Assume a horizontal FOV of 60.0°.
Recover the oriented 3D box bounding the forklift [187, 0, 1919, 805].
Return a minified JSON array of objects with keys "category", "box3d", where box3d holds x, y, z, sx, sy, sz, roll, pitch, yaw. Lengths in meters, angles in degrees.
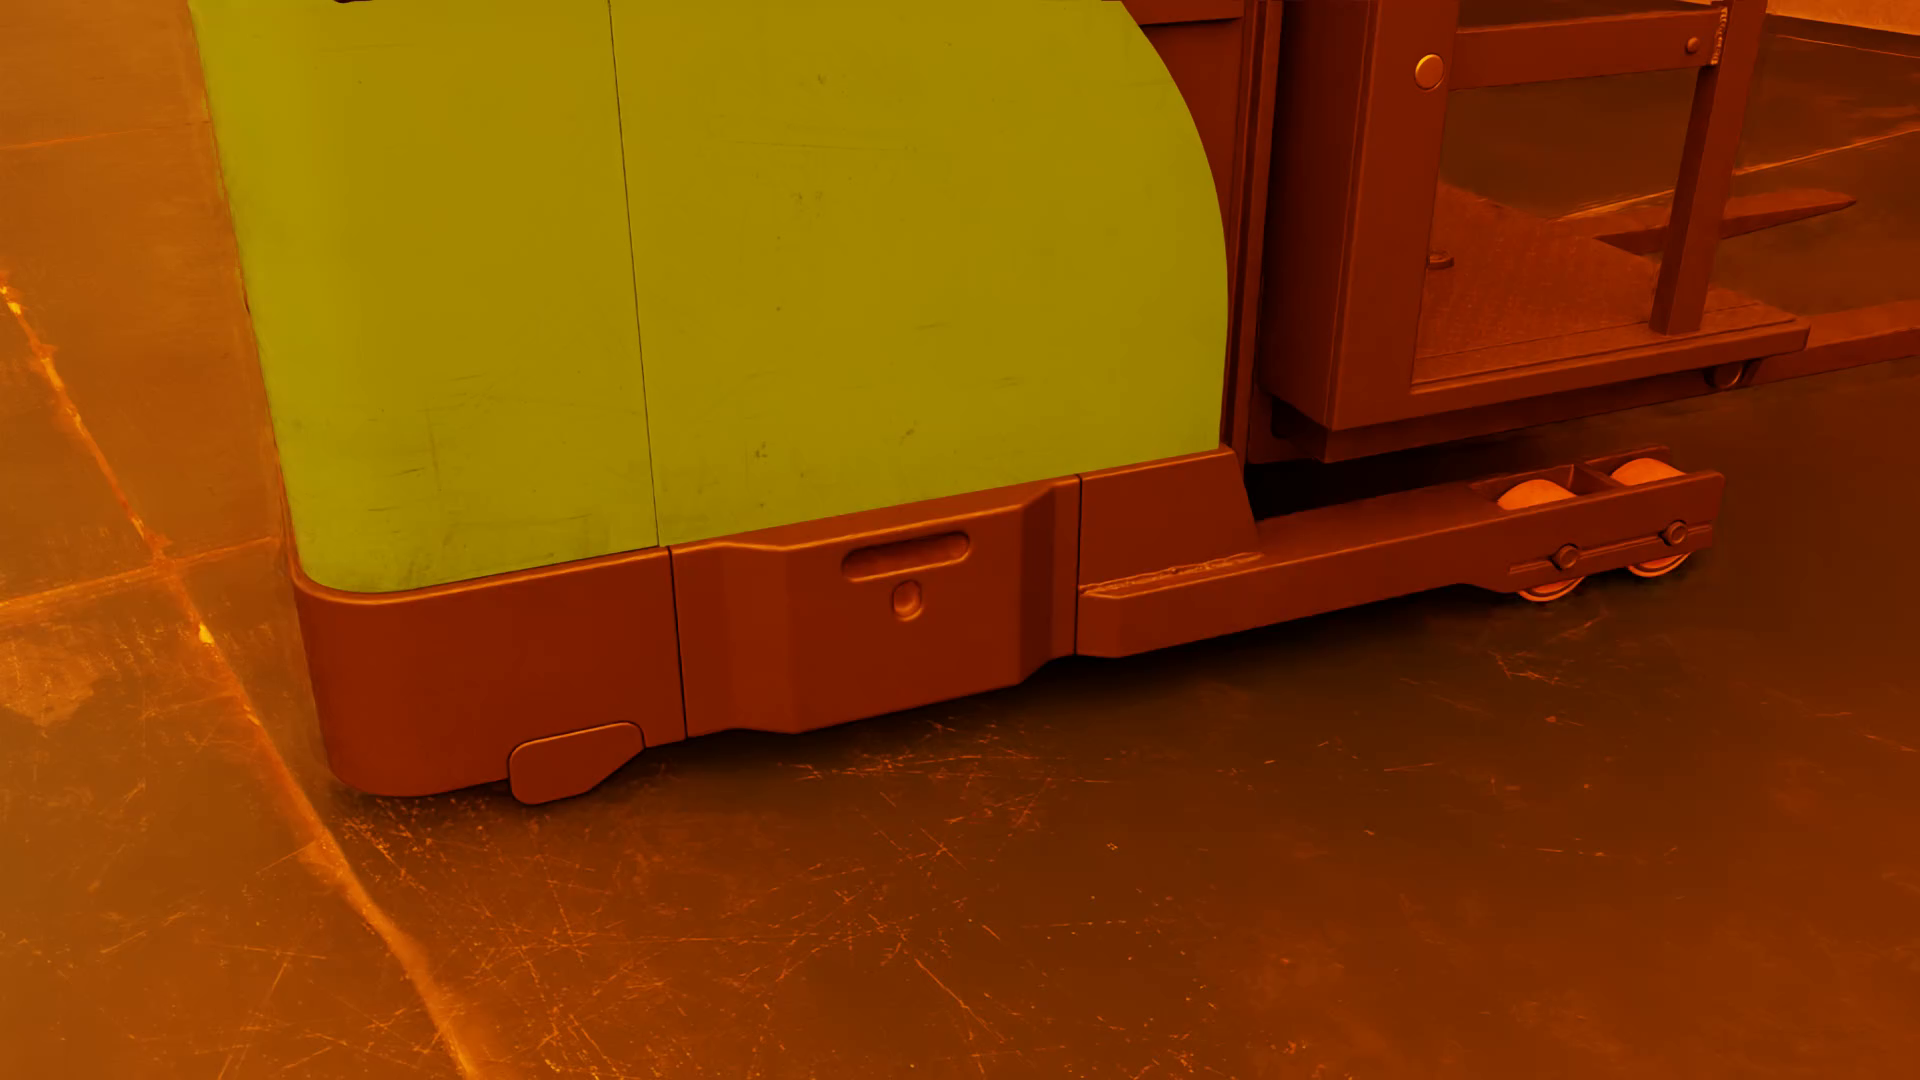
[{"category":"forklift","box3d":[0.538,-1.431,2.085,3.031,2.935,1.130,-11,29,-20]}]
